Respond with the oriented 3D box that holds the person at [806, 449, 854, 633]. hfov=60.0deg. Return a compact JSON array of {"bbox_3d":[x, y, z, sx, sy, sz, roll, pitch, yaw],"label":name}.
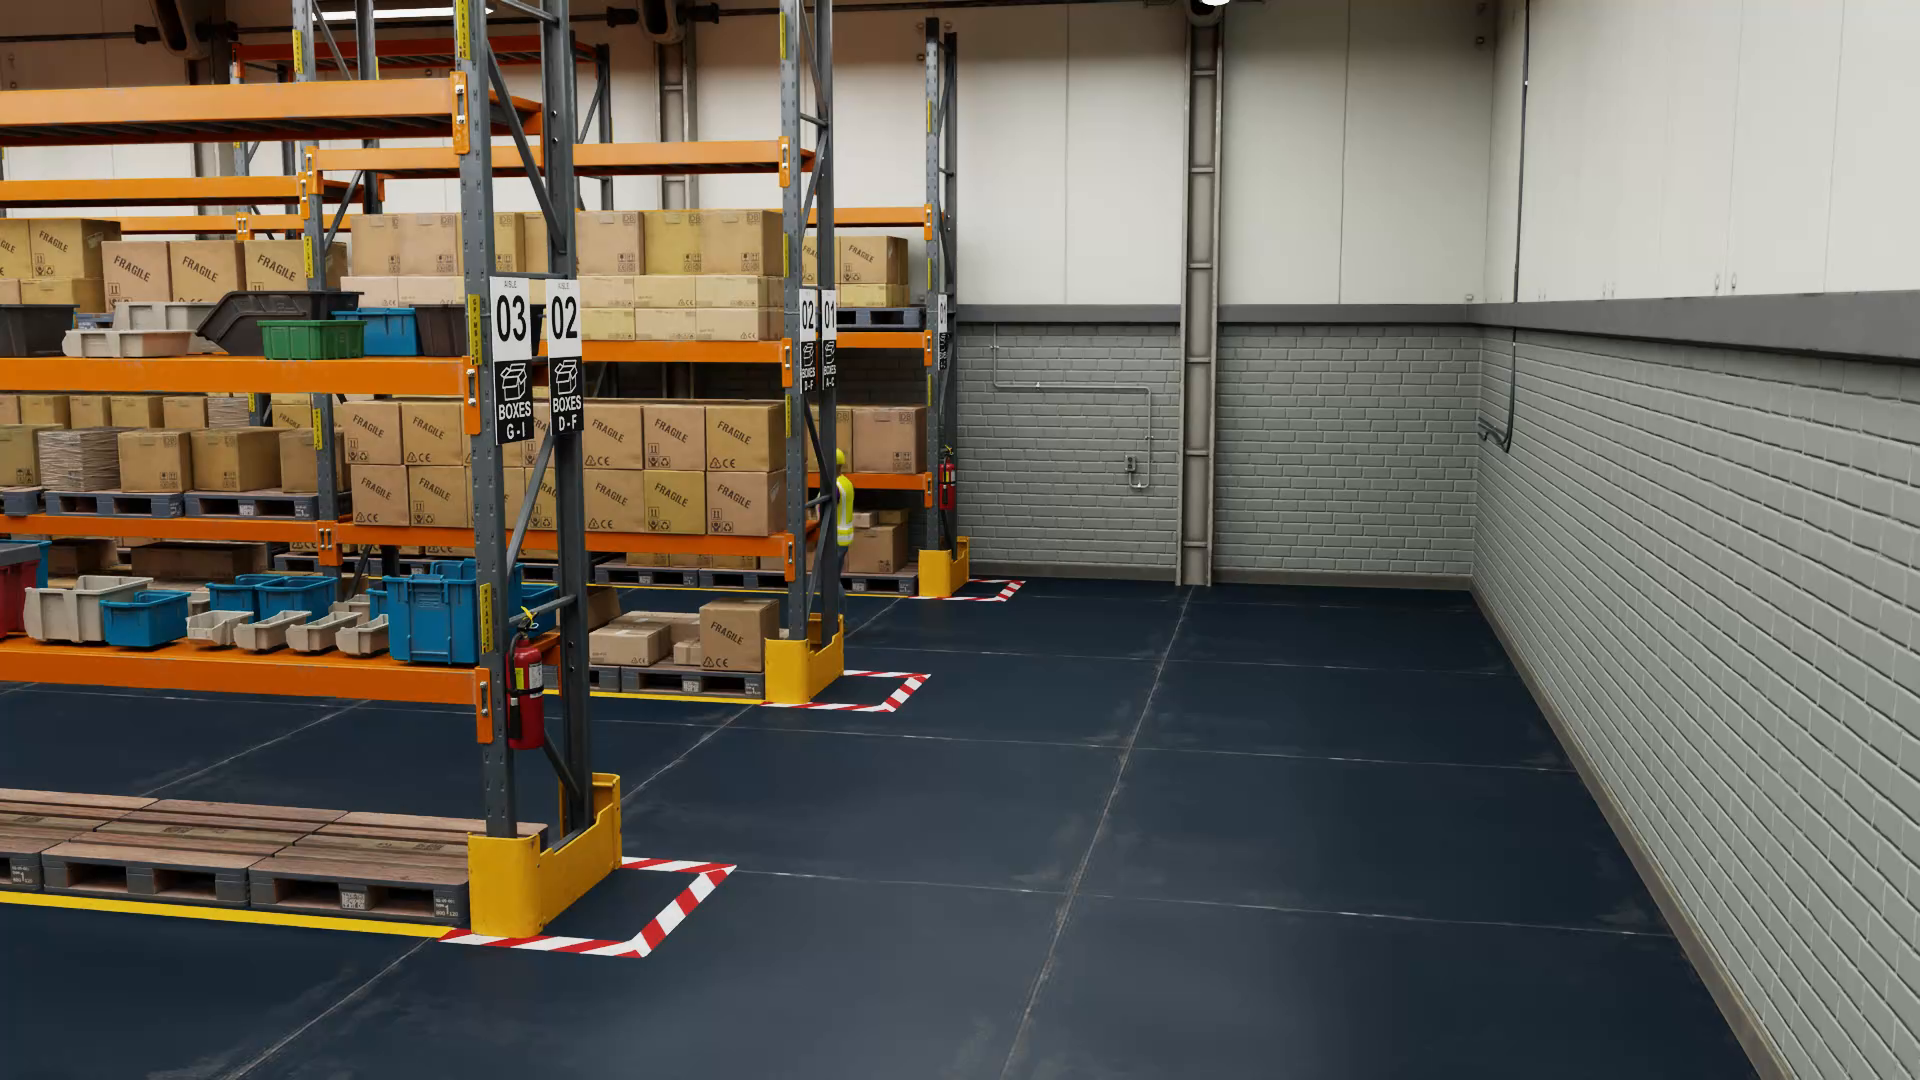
[{"bbox_3d":[-1.259,0.021,15.568,0.520,1.769,0.558,1,8,11],"label":"person"}]
